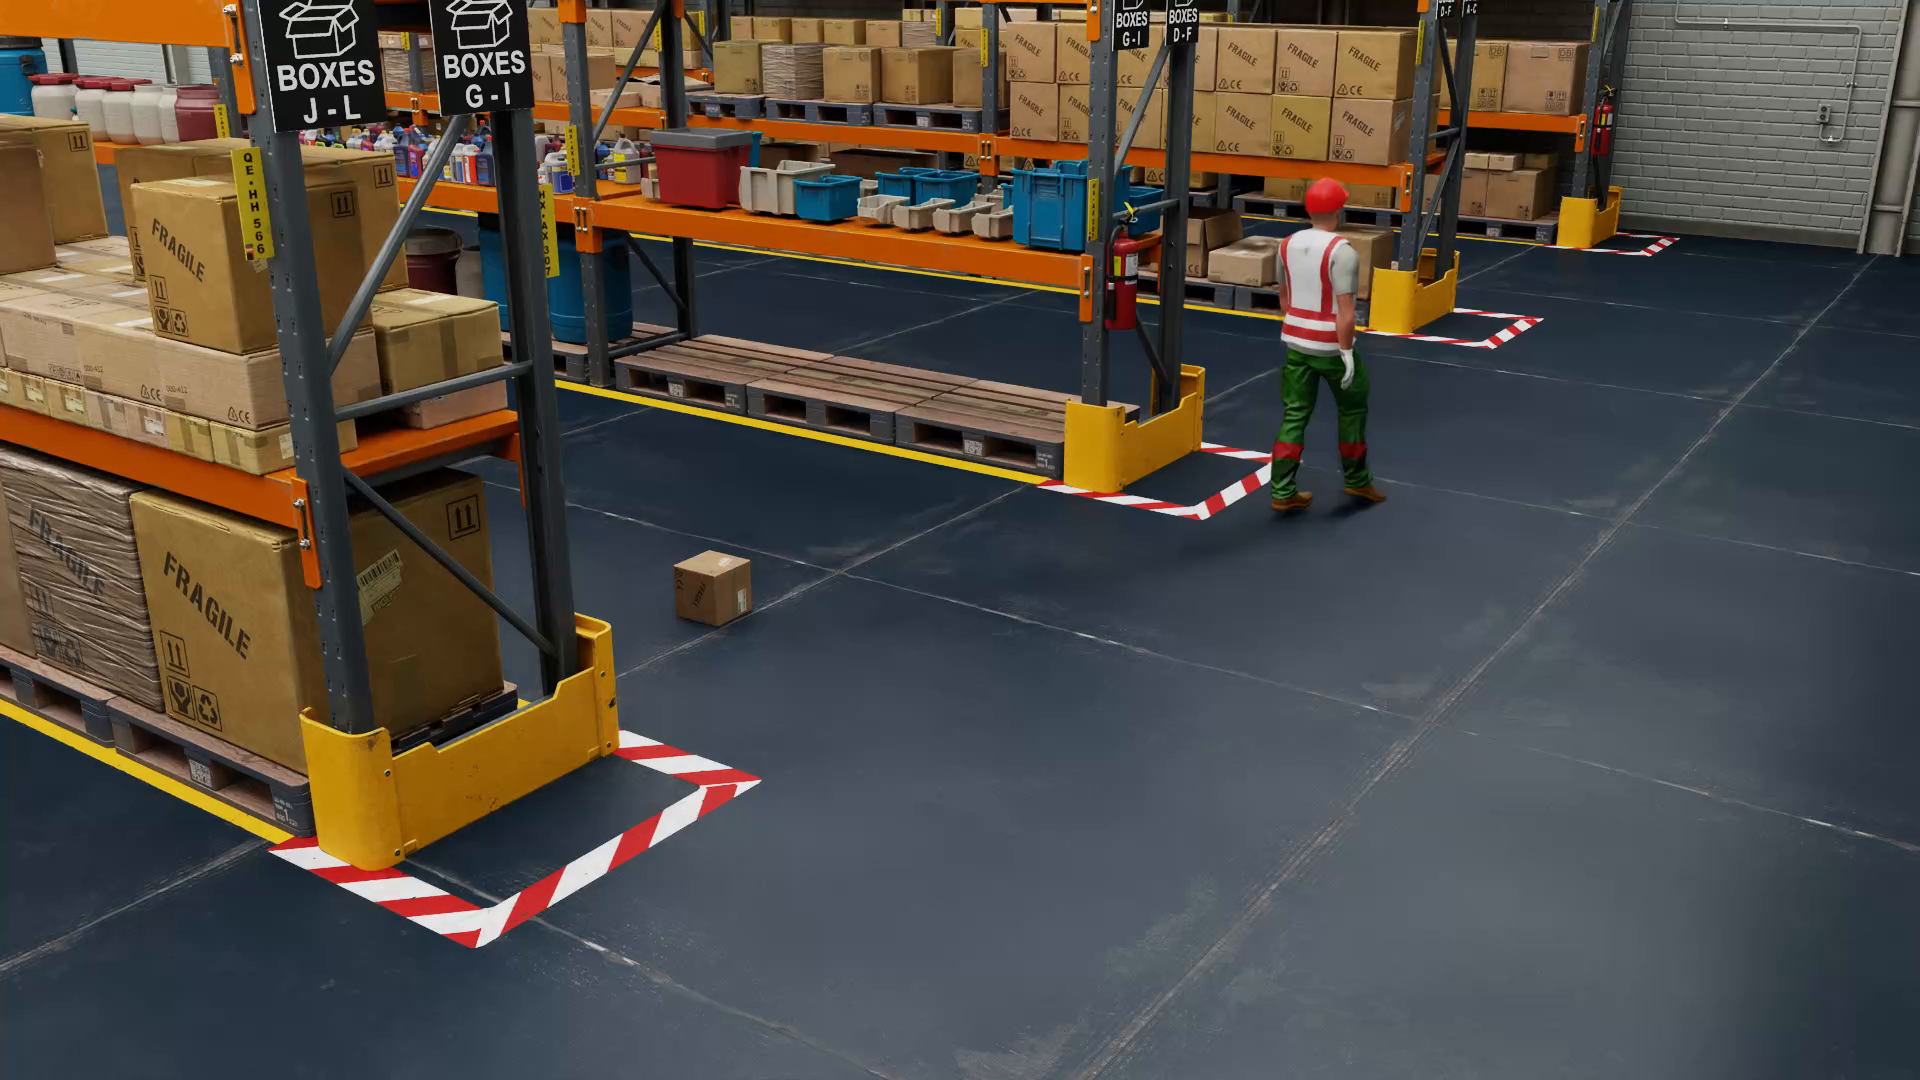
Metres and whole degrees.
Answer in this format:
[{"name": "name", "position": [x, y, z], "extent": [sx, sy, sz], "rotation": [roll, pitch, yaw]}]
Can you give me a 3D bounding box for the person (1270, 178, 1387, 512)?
[{"name": "person", "position": [1.984, -1.040, 8.953], "extent": [0.765, 1.811, 0.579], "rotation": [-17, 26, -40]}]
